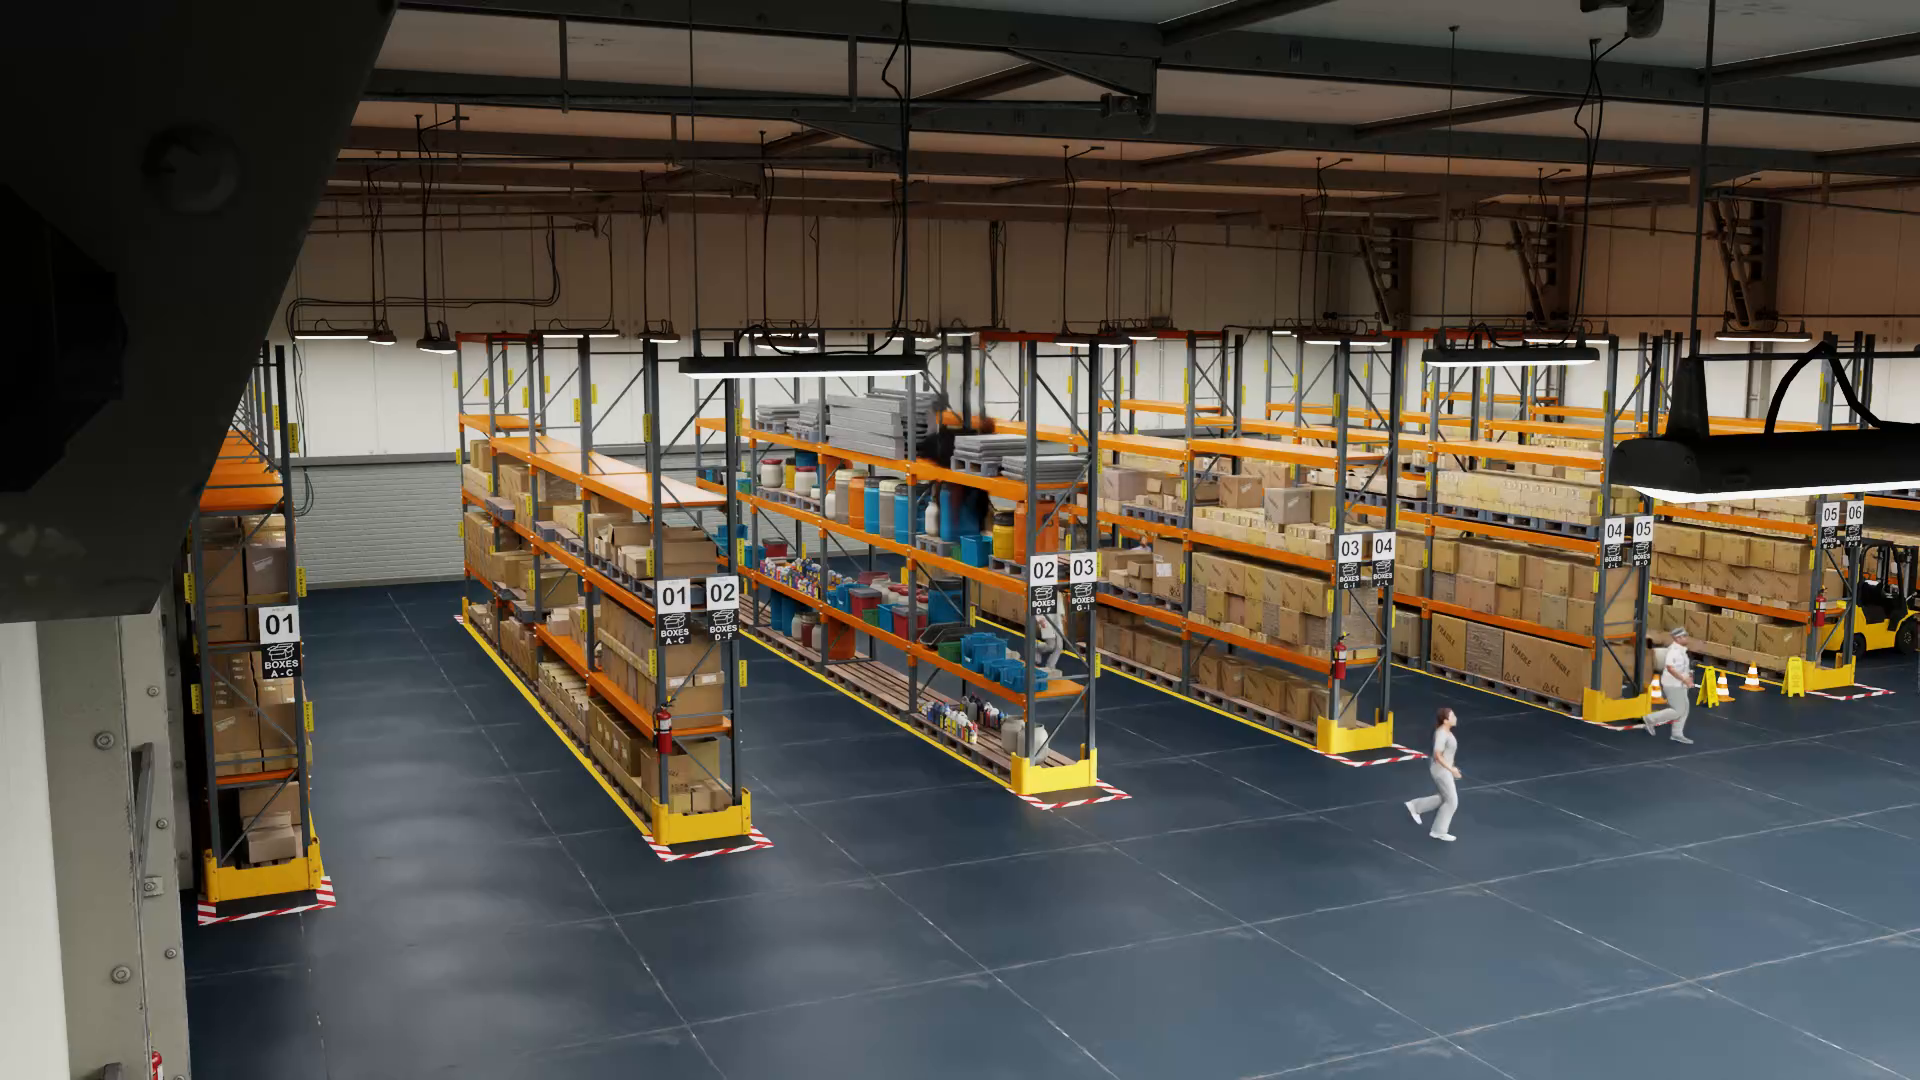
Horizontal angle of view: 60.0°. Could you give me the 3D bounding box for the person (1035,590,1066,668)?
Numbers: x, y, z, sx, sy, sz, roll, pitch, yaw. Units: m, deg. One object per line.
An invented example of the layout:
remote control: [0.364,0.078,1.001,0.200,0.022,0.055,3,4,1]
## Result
person: [1.574,1.506,29.620,0.724,1.752,0.653,-5,9,-33]

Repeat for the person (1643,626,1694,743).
person: [10.604,2.142,24.804,0.718,1.774,0.665,3,8,23]

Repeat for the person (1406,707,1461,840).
person: [5.754,2.824,20.188,0.637,1.654,0.572,2,8,16]

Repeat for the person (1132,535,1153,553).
person: [3.964,0.698,36.051,0.616,1.606,0.550,-3,8,-23]
